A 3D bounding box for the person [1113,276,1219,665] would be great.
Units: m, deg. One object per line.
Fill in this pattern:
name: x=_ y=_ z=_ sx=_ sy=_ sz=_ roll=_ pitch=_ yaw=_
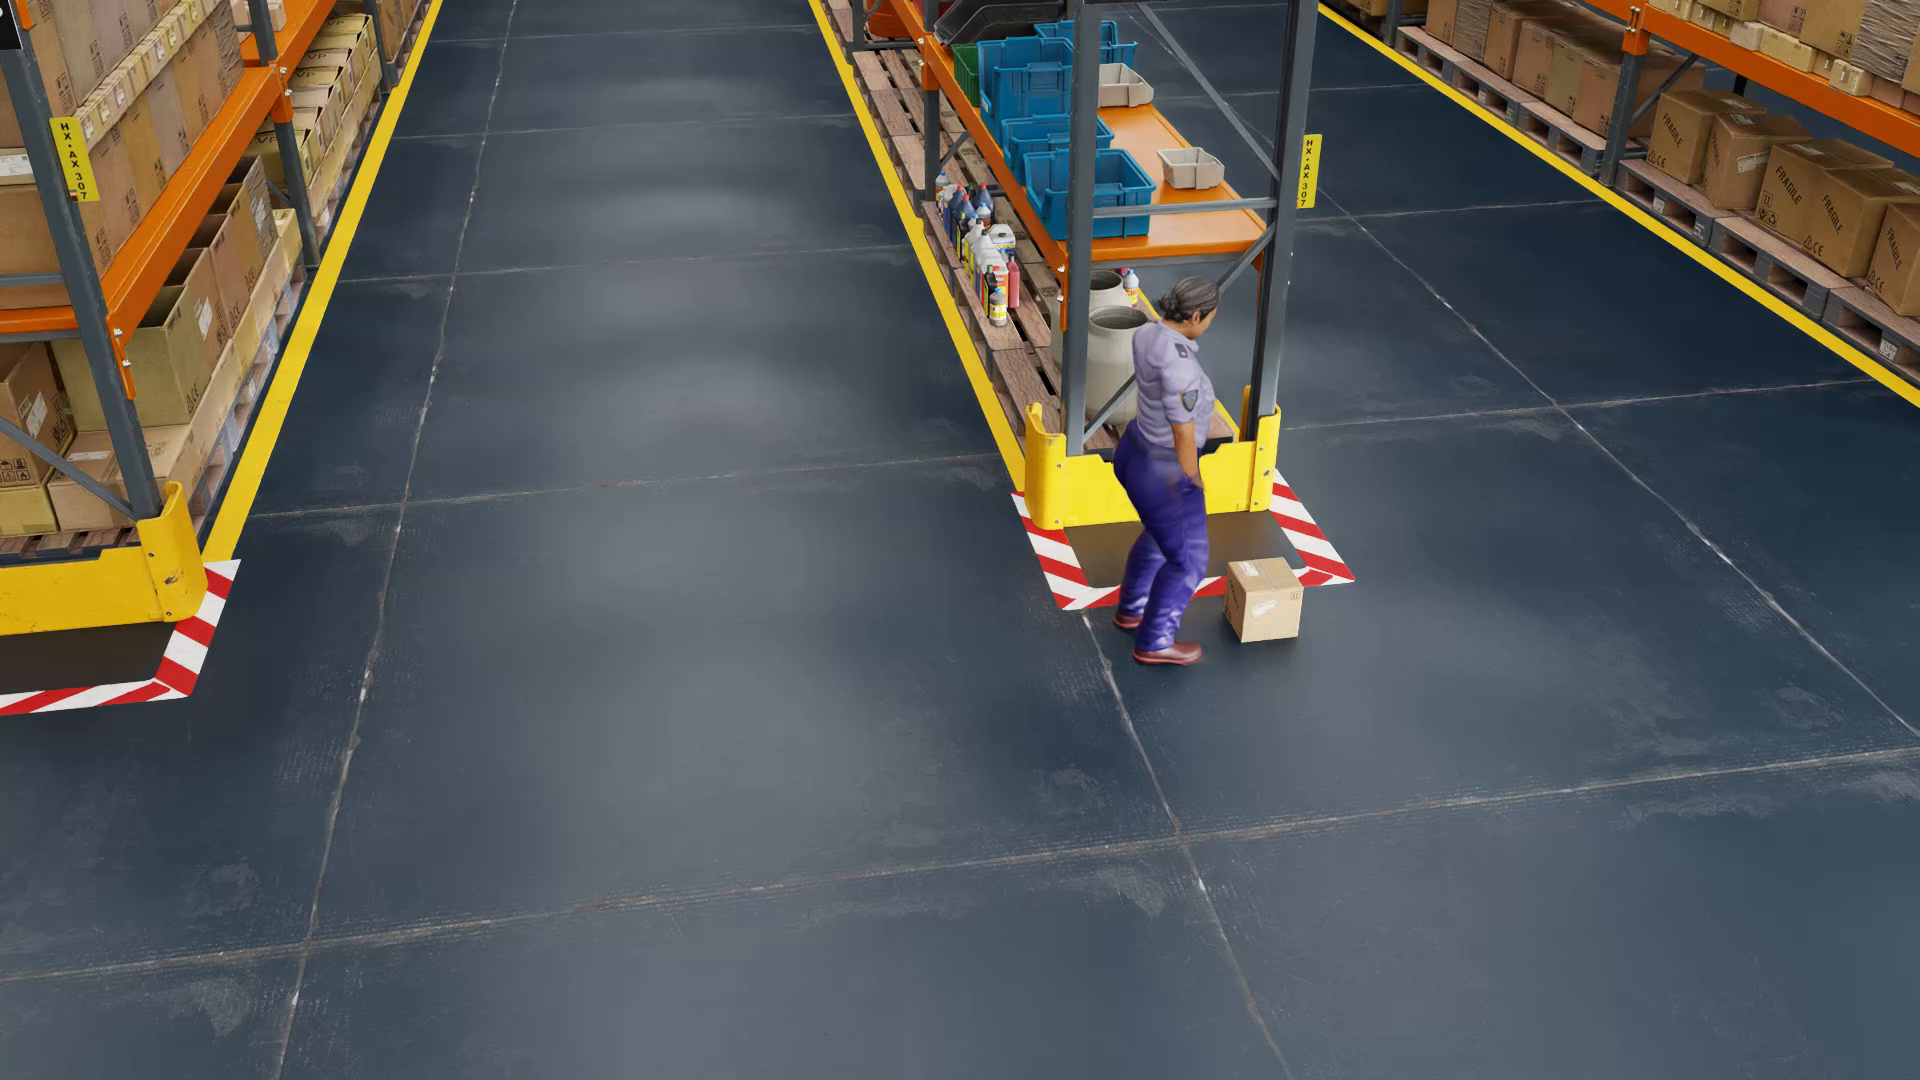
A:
person: x=0.808 y=-0.283 z=6.658 sx=0.366 sy=1.621 sz=0.489 roll=-6 pitch=31 yaw=-10
